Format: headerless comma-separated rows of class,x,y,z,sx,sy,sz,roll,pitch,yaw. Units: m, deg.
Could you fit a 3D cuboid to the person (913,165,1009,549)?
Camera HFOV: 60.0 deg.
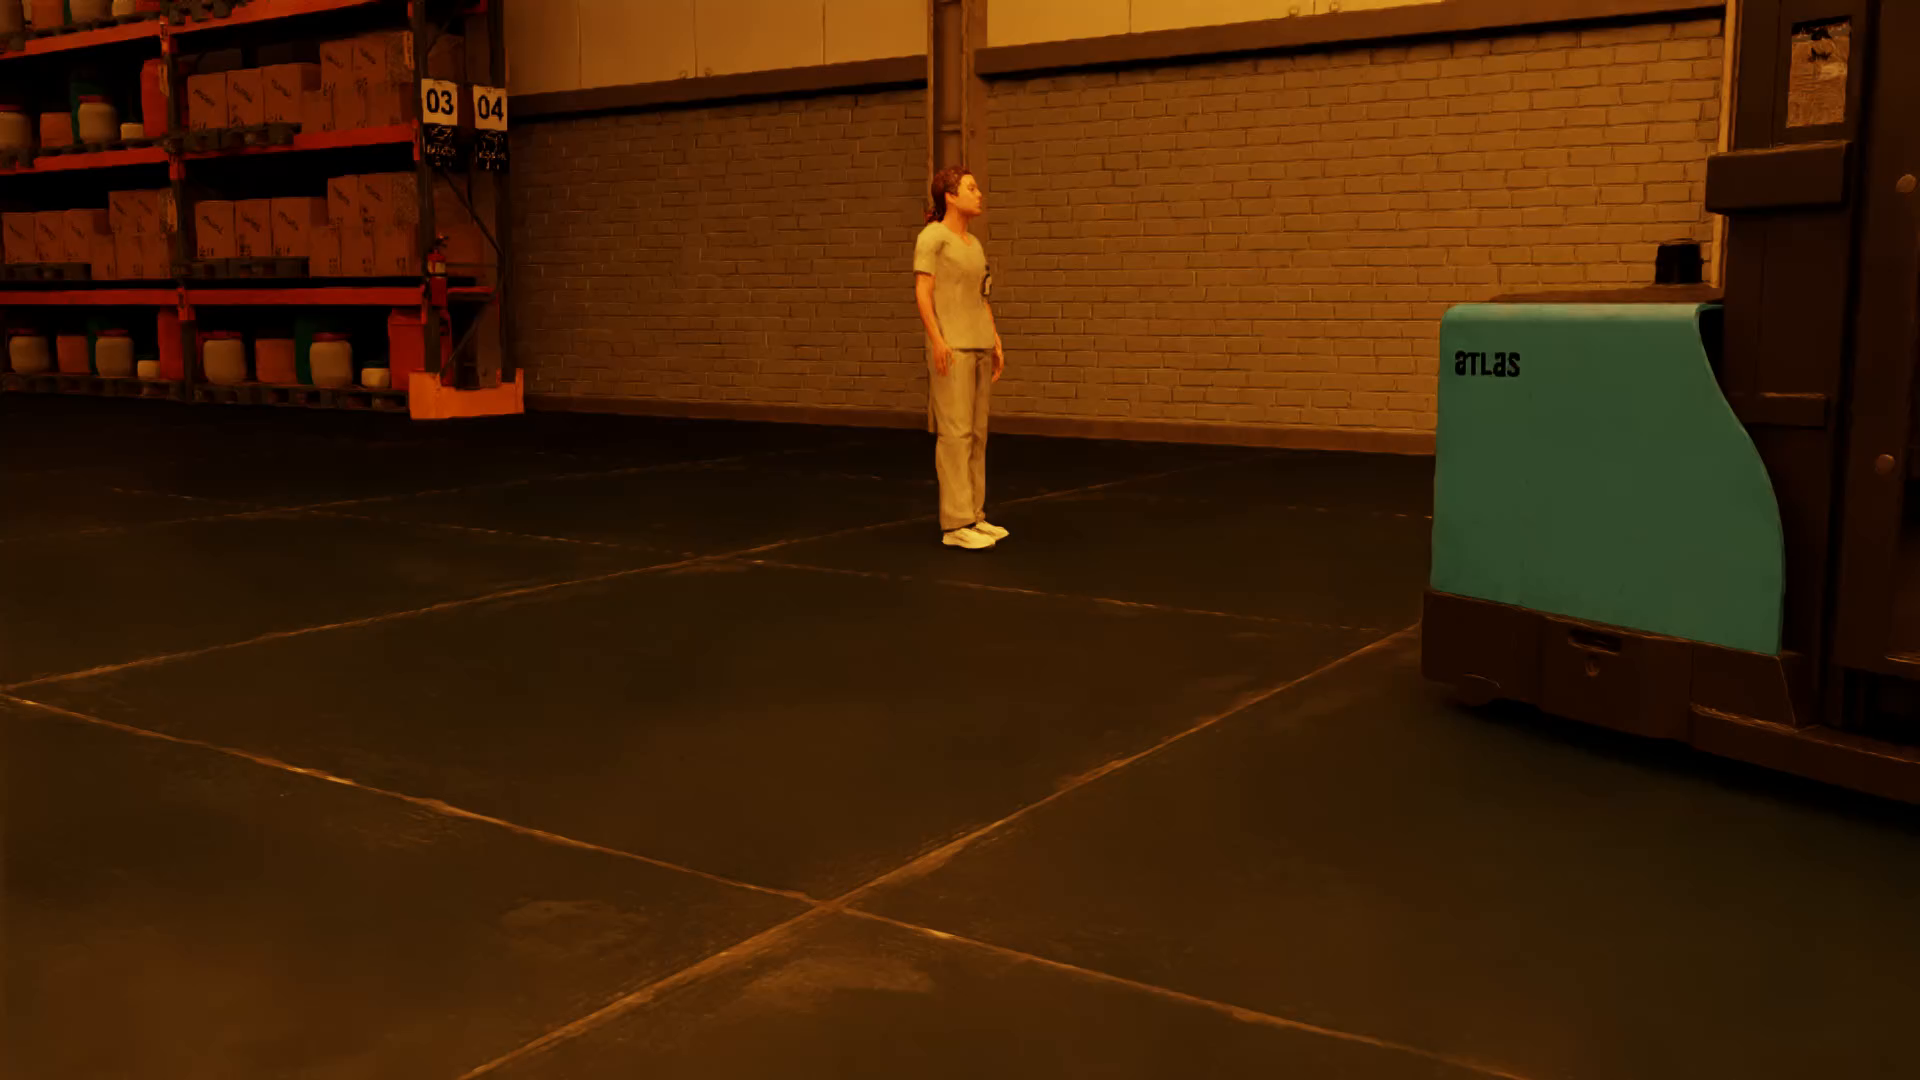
person,0.054,-0.829,7.433,0.548,1.674,0.550,5,10,34

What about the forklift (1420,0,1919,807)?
forklift,2.448,-0.873,3.334,1.130,2.935,3.031,-5,9,-31
